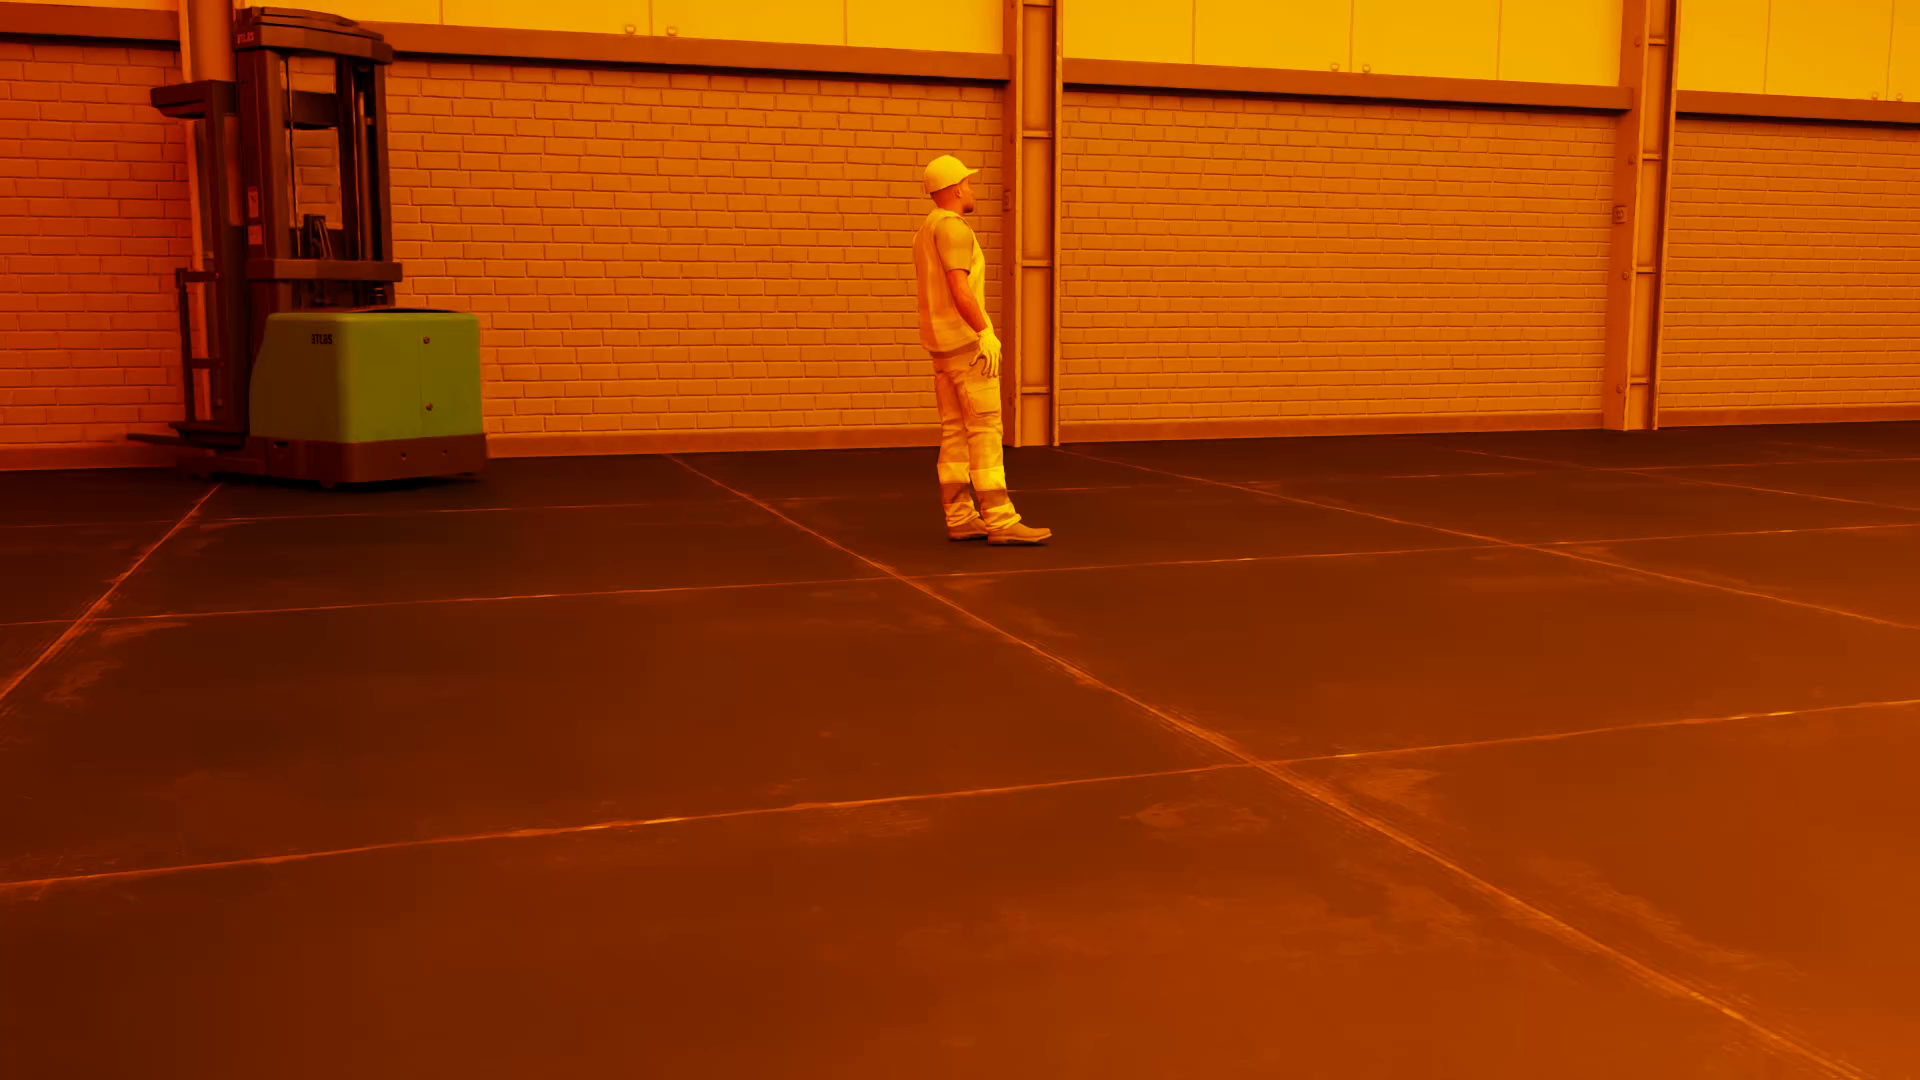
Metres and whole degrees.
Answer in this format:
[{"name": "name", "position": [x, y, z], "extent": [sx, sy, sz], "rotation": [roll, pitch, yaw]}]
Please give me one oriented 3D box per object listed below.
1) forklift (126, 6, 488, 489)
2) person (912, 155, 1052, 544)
[{"name": "forklift", "position": [-4.516, -1.891, 10.954], "extent": [3.031, 2.935, 1.130], "rotation": [6, 10, 36]}, {"name": "person", "position": [0.080, -0.896, 7.816], "extent": [0.564, 1.787, 0.637], "rotation": [-3, 8, -18]}]
